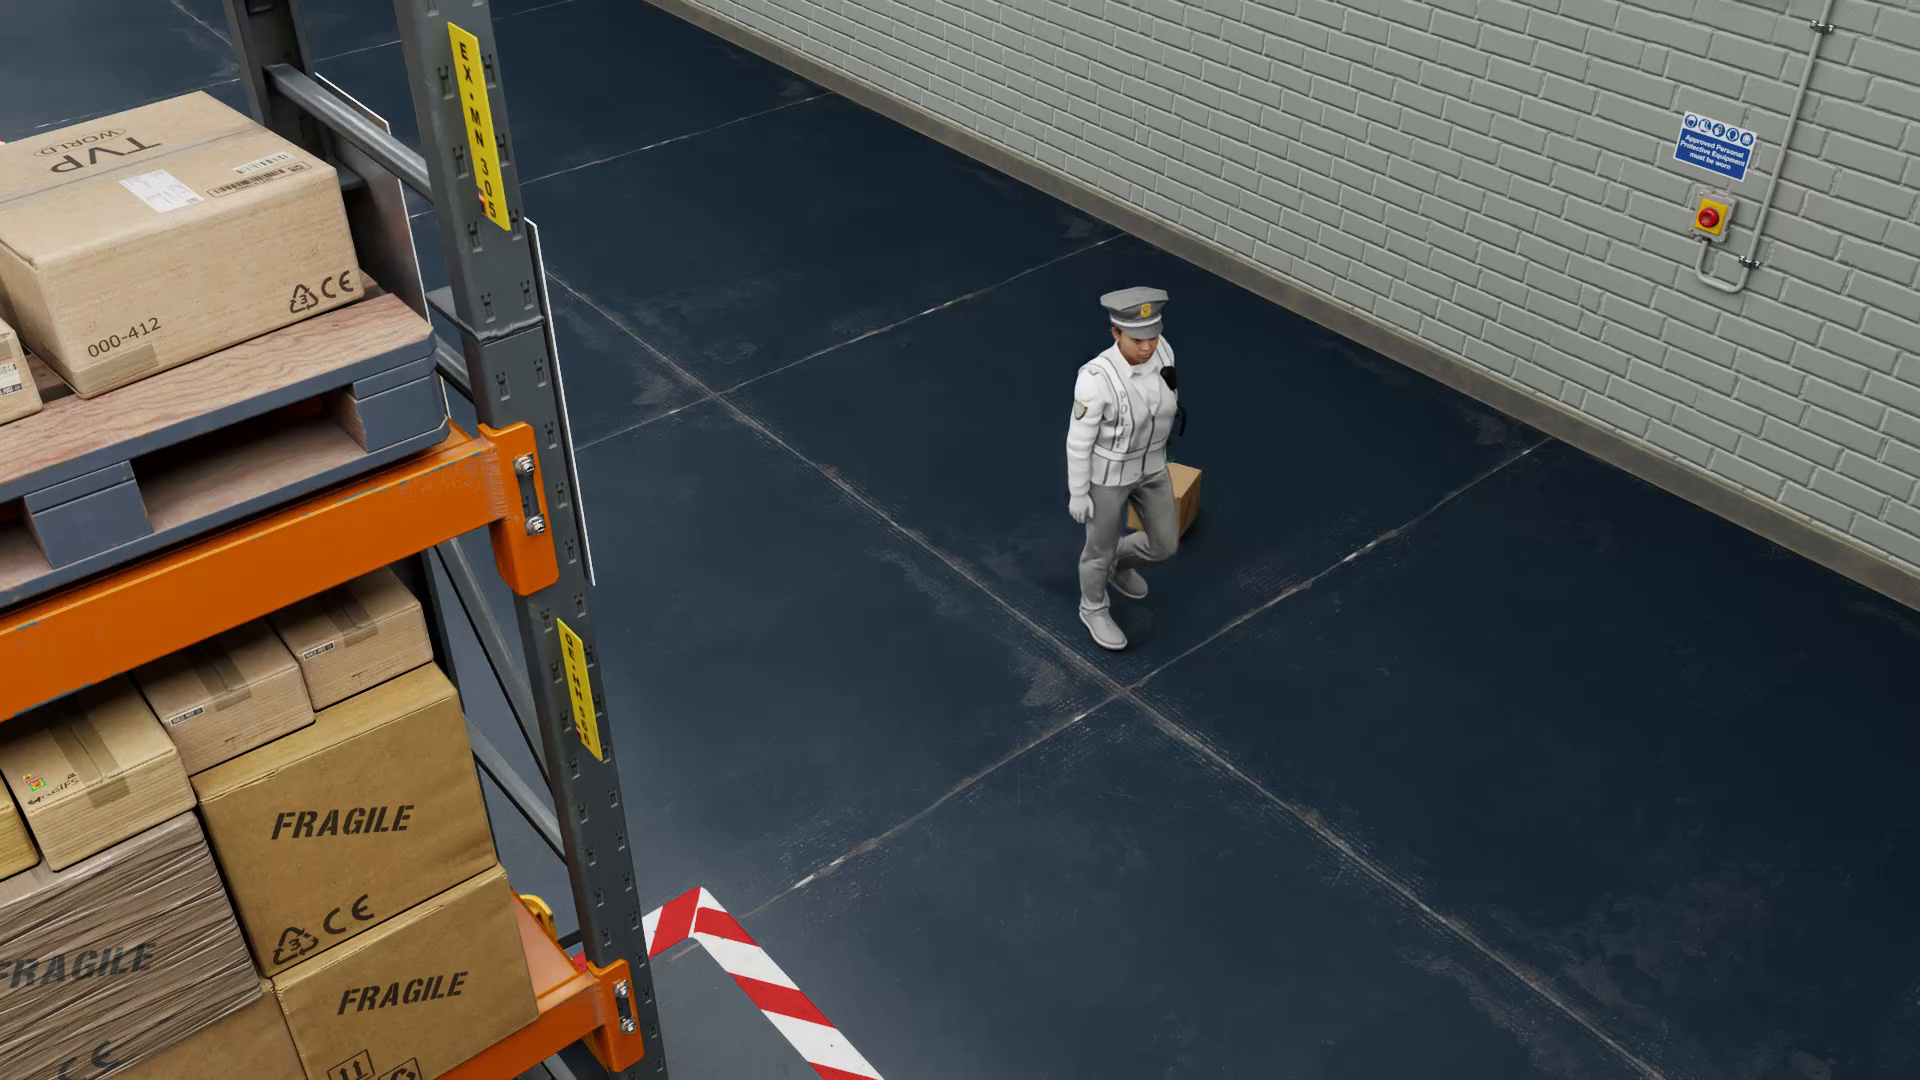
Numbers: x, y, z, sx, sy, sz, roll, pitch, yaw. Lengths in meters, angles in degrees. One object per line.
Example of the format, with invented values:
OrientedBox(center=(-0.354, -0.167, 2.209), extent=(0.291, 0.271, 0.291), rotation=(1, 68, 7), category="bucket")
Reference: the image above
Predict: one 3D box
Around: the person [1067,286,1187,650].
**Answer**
OrientedBox(center=(0.610, -0.284, 6.507), extent=(0.526, 1.669, 0.466), rotation=(-21, 41, -26), category="person")
